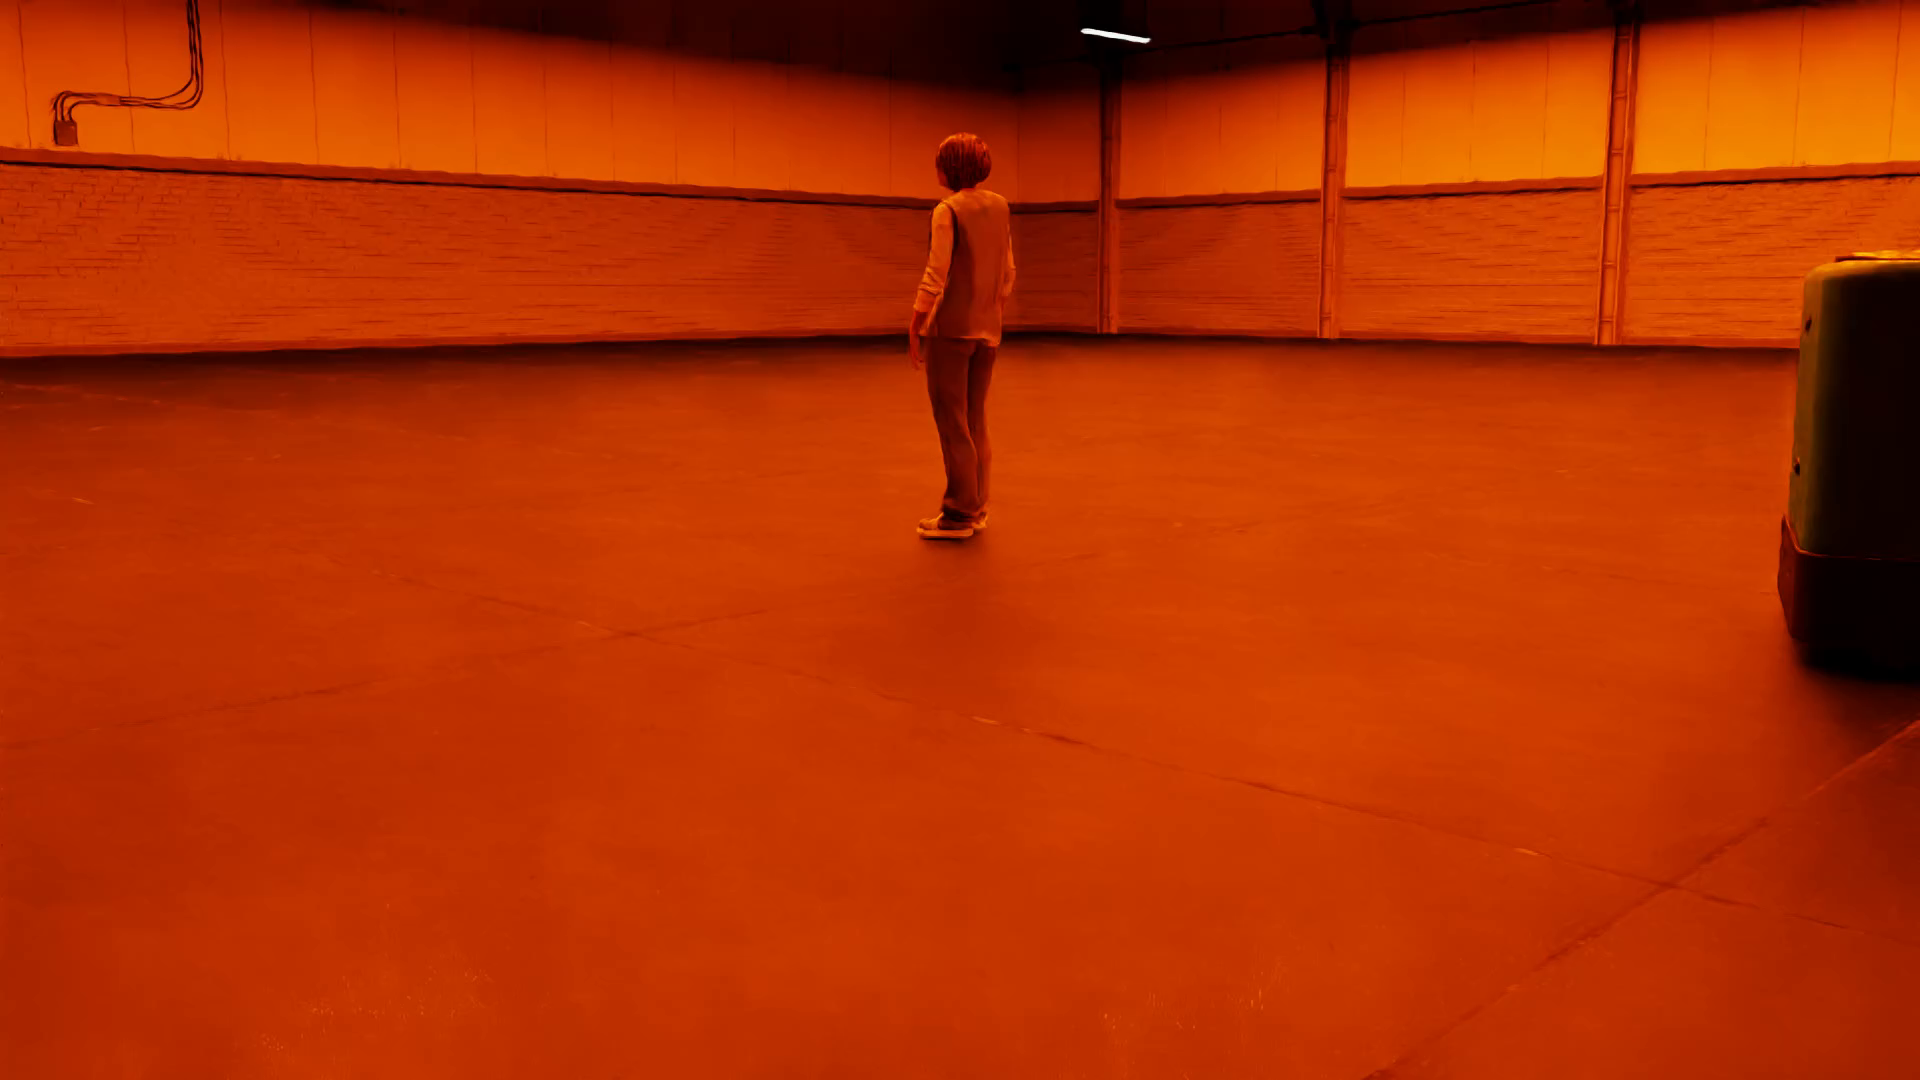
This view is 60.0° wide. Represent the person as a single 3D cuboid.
[{"bbox_3d":[-0.044,-0.806,6.658,0.474,1.597,0.521,8,12,43],"label":"person"}]

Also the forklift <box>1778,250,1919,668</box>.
[{"bbox_3d":[3.801,-1.083,4.065,3.031,2.935,1.130,4,9,24],"label":"forklift"}]
